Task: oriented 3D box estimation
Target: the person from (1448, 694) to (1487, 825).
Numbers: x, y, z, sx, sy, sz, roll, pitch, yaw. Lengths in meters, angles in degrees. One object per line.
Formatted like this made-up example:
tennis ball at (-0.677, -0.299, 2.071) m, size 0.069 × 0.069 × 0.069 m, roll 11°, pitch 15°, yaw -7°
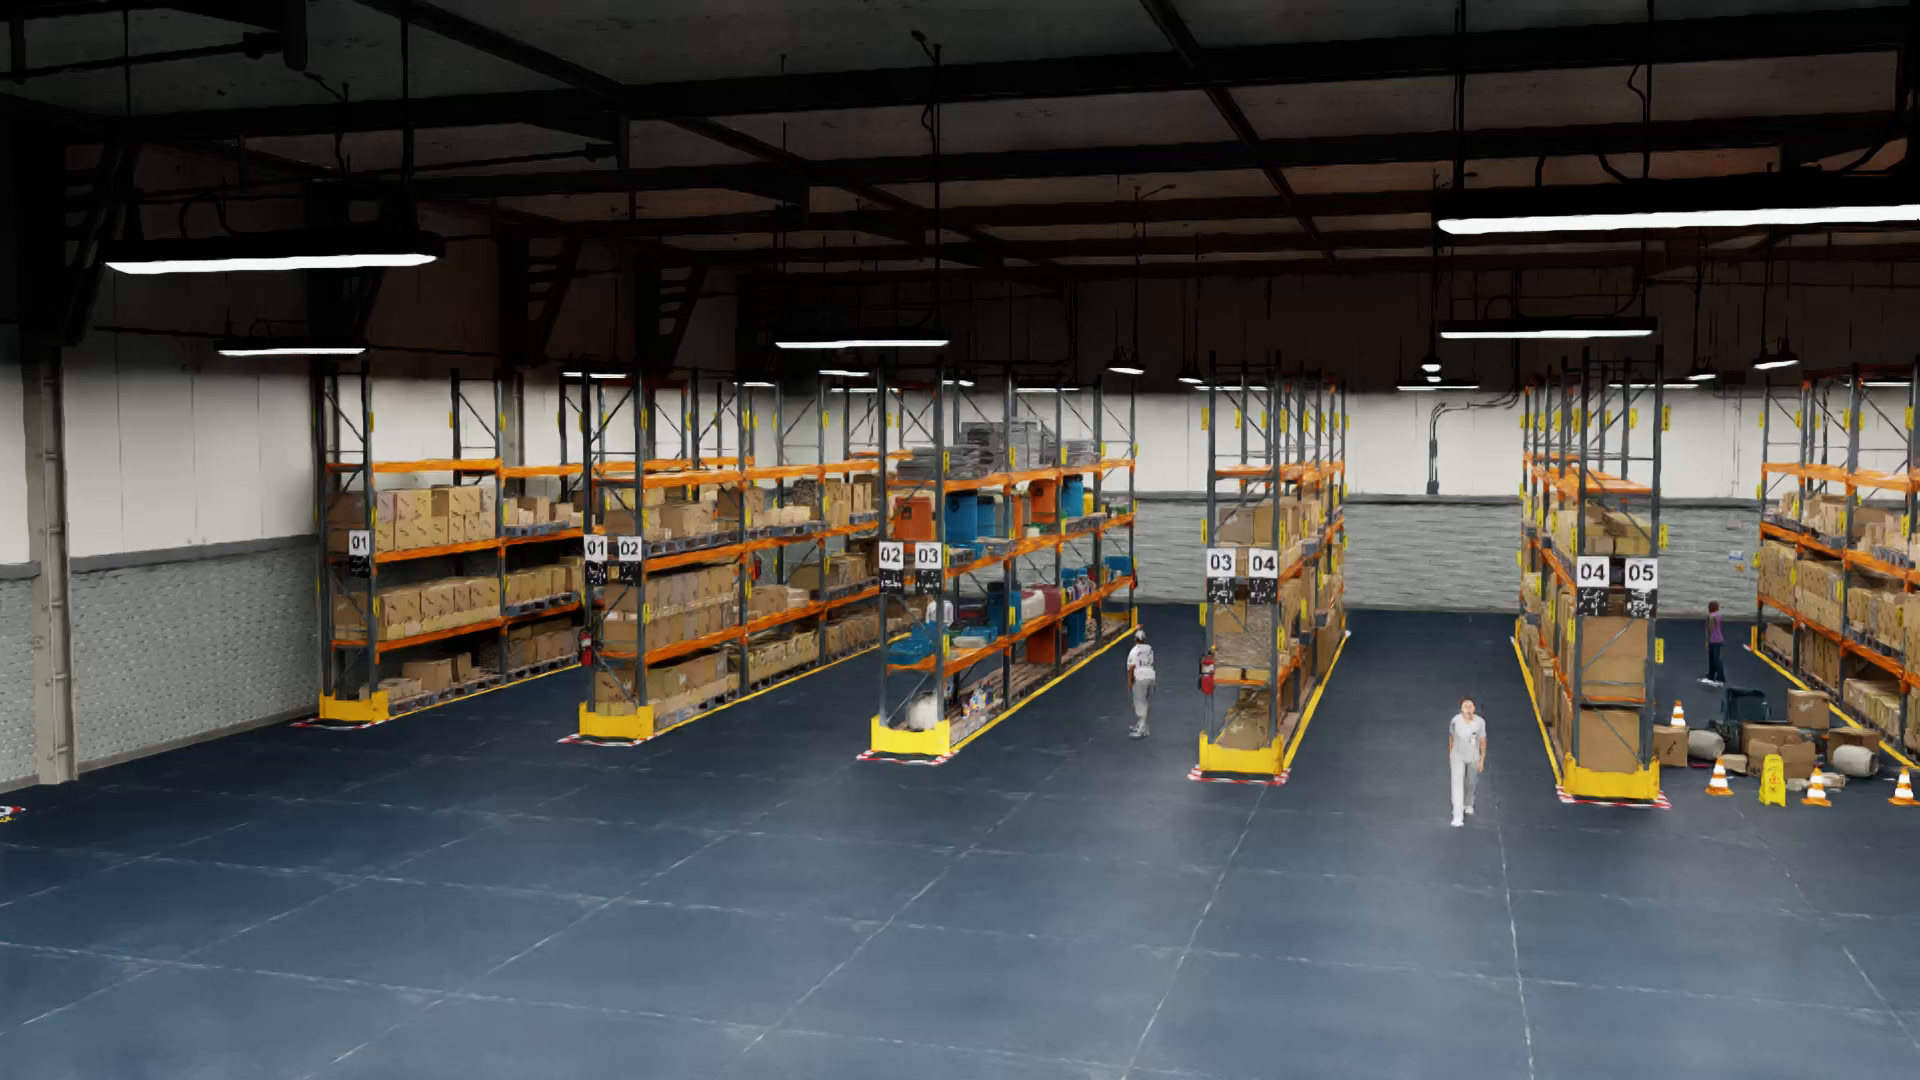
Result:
person at (6.325, 2.711, 20.721) m, size 0.445 × 1.591 × 1.110 m, roll 1°, pitch 4°, yaw 14°

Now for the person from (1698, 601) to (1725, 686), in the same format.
person at (14.272, 1.940, 31.532) m, size 0.536 × 1.590 × 0.534 m, roll 4°, pitch 5°, yaw 41°

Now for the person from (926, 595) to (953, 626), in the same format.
person at (-0.396, 1.798, 32.720) m, size 0.598 × 1.698 × 1.194 m, roll 1°, pitch 4°, yaw 18°

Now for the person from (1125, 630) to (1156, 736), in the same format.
person at (2.867, 2.265, 26.562) m, size 0.556 × 1.659 × 0.597 m, roll 4°, pitch 6°, yaw 44°
